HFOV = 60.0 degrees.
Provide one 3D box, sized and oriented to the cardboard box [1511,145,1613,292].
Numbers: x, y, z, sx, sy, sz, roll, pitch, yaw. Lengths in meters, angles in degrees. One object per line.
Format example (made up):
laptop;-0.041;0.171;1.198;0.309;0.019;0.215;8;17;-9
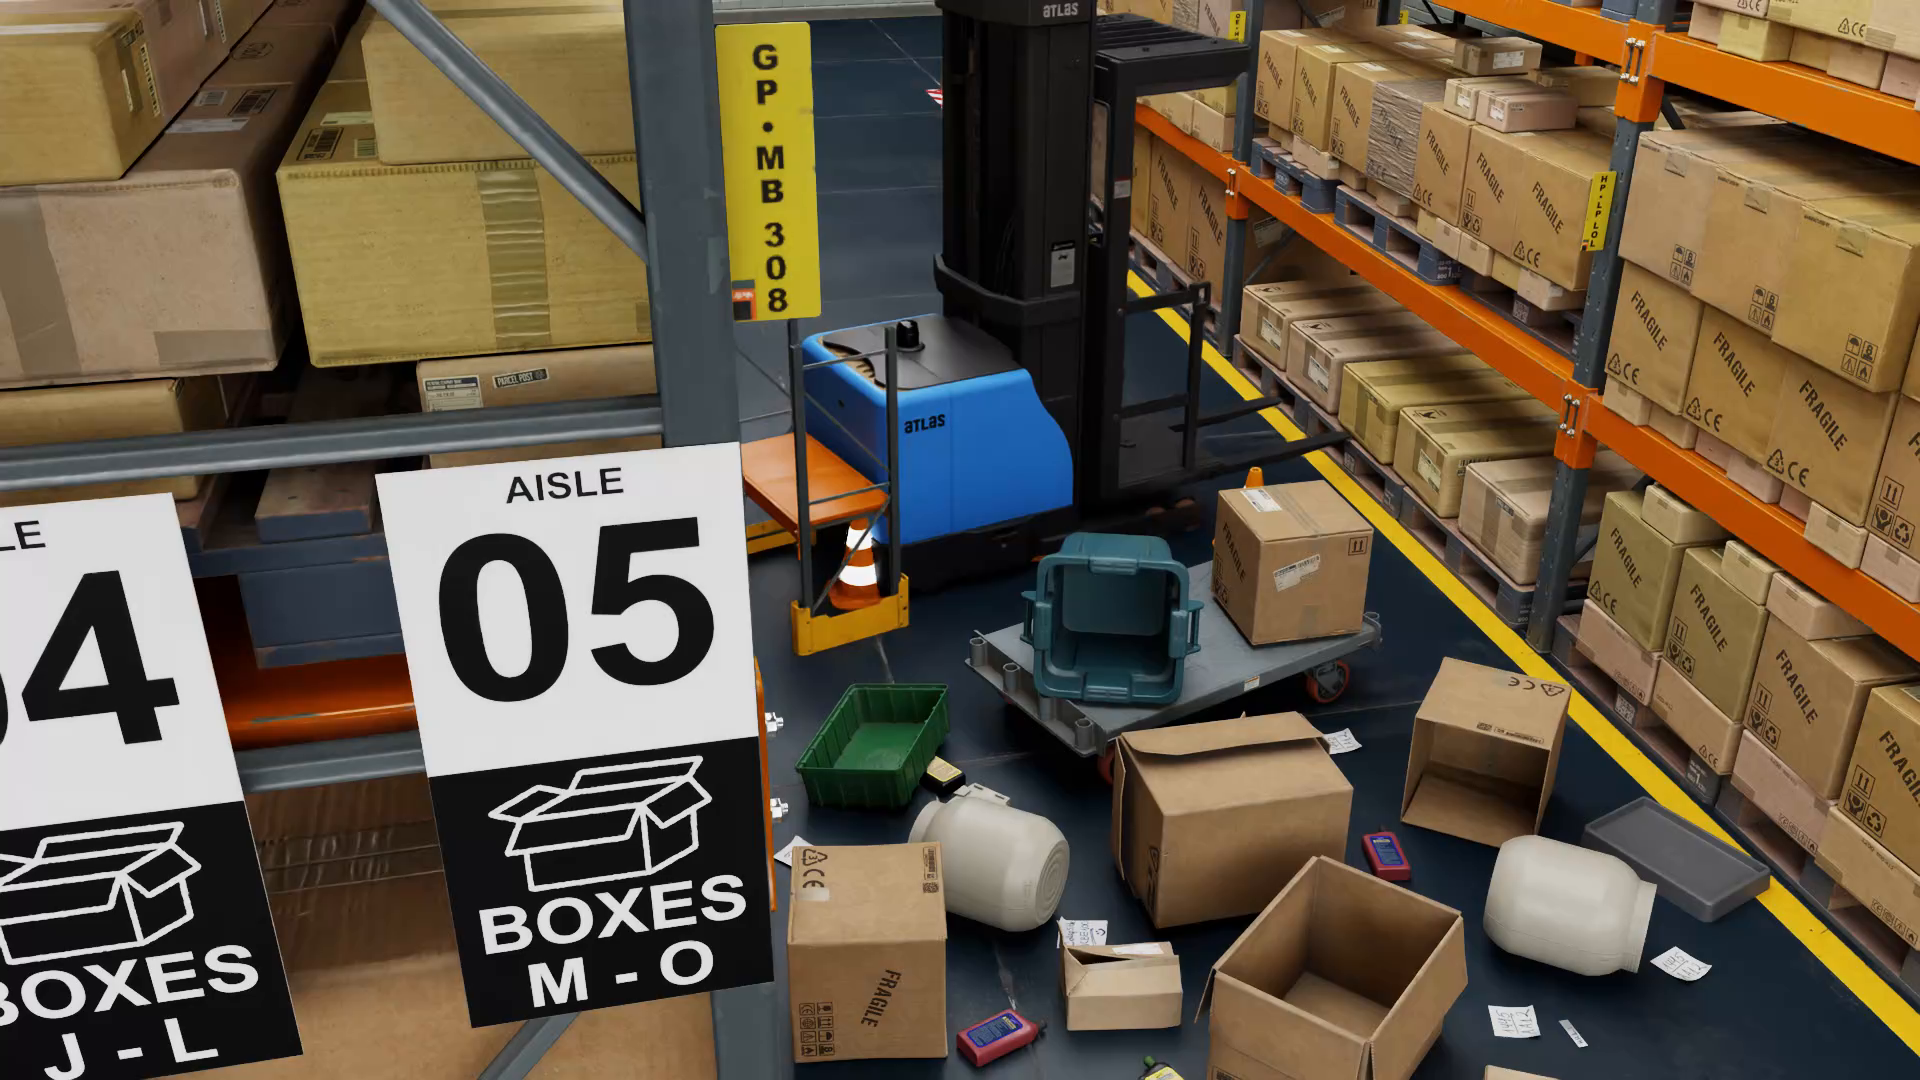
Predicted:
cardboard box;2.821;-1.426;7.340;0.500;0.500;0.500;-6;27;-13

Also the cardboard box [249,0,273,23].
cardboard box;-1.384;-0.953;2.797;0.380;0.149;0.250;-6;27;-11

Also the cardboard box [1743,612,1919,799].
cardboard box;3.266;0.571;6.043;0.500;0.500;0.500;-5;27;-9

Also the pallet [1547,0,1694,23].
pallet;3.113;-2.419;7.093;1.213;0.211;1.003;-6;27;-12

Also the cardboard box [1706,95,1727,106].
cardboard box;6.756;-3.798;14.534;0.380;0.149;0.250;-7;28;-14

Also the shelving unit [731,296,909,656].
shelving unit;-0.764;-0.405;7.887;0.587;1.500;1.083;-15;30;-27

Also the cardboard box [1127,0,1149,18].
cardboard box;1.540;-3.995;12.116;0.500;0.500;0.500;-6;27;-12

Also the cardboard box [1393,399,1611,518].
cardboard box;2.862;-0.442;8.746;0.950;0.372;0.625;-4;27;-8

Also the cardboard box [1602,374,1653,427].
cardboard box;2.907;-0.599;6.887;0.380;0.149;0.250;-6;27;-12

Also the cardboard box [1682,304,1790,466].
cardboard box;3.112;-0.620;6.208;0.500;0.500;0.500;-6;27;-12

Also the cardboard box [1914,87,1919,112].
cardboard box;3.185;-1.372;5.090;0.380;0.149;0.250;-6;28;-13

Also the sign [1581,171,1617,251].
sign;2.609;-1.341;6.793;0.100;0.325;0.005;-6;27;-12

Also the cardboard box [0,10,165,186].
cardboard box;-1.157;-0.508;1.914;0.380;0.149;0.250;-6;27;-11

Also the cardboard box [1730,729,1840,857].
cardboard box;3.272;0.910;6.203;0.500;0.250;0.500;-6;27;-12

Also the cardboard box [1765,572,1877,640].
cardboard box;3.169;0.224;6.010;0.380;0.149;0.250;-4;27;-9

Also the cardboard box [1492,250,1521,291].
cardboard box;2.721;-1.273;7.756;0.380;0.149;0.250;-7;28;-13

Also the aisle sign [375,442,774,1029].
aisle sign;-0.442;0.261;2.019;0.394;0.787;0.004;-6;27;-12

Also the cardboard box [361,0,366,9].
cardboard box;-1.470;-1.064;3.460;0.500;0.250;0.500;-6;27;-11

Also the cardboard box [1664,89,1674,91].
cardboard box;6.140;-3.963;14.860;0.380;0.149;0.250;-7;28;-13

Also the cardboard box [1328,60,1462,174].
cardboard box;2.373;-2.321;9.113;0.500;0.500;0.500;-5;27;-11

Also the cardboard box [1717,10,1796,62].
cardboard box;2.982;-1.826;5.989;0.380;0.149;0.250;-6;27;-12

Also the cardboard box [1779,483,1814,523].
cardboard box;3.216;-0.154;6.005;0.380;0.149;0.250;-6;27;-12

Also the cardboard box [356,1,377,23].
cardboard box;-0.839;-0.898;3.131;0.500;0.250;0.500;-6;27;-12

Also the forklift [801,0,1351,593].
forklift;0.726;-1.509;8.488;3.031;2.935;1.130;-14;30;-25

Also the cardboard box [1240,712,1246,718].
cardboard box;1.241;0.914;6.644;0.396;0.266;0.258;19;32;32

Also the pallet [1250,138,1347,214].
pallet;2.511;-2.250;10.093;1.213;0.211;1.003;-6;27;-12

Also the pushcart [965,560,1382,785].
pushcart;0.938;0.542;7.257;1.648;0.377;0.936;-16;31;-29

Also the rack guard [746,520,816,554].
rack guard;-1.018;-0.039;8.551;0.587;0.250;0.087;-15;30;-27

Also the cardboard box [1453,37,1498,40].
cardboard box;5.480;-5.070;17.774;0.700;0.500;0.500;-5;27;-9

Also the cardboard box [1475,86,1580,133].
cardboard box;2.656;-2.018;7.791;0.380;0.149;0.250;-7;28;-13

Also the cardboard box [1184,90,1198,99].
cardboard box;1.771;-3.206;11.384;0.500;0.250;0.500;-7;28;-13

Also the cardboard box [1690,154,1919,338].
cardboard box;3.130;-1.064;5.979;0.700;0.500;0.500;-6;27;-11

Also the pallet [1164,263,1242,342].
pallet;2.143;-1.747;11.977;1.003;0.211;1.213;-6;27;-12

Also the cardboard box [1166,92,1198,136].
cardboard box;1.750;-2.989;11.510;0.500;0.250;0.500;-5;27;-11

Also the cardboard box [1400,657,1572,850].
cardboard box;2.064;0.841;6.526;0.500;0.500;0.500;13;30;24

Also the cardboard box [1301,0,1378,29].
cardboard box;2.374;-3.370;10.878;0.500;0.500;0.500;-7;28;-13

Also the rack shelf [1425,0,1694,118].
rack shelf;2.698;-2.778;8.394;1.077;0.370;4.000;-6;27;-12

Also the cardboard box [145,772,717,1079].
cardboard box;-0.796;0.705;2.659;0.875;0.550;0.550;-6;27;-12

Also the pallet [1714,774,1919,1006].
pallet;3.613;1.191;6.157;1.003;0.211;1.213;-6;27;-12

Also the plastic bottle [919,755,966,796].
plastic bottle;-0.119;0.945;6.810;0.133;0.061;0.283;-23;35;-38

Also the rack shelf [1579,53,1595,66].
rack shelf;6.631;-3.701;13.551;1.077;0.370;4.000;-6;27;-12

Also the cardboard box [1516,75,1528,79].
cardboard box;2.984;-2.145;8.763;0.500;0.500;0.500;-7;28;-14

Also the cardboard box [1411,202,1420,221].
cardboard box;2.588;-1.731;8.663;0.380;0.149;0.250;-7;28;-13

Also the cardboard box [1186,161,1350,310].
cardboard box;2.172;-2.189;11.649;0.875;0.875;0.875;-6;27;-12

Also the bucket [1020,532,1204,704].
bucket;0.625;0.273;6.826;0.726;0.611;0.620;3;17;6

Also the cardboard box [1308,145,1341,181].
cardboard box;2.229;-2.177;9.546;0.380;0.149;0.250;-6;27;-11

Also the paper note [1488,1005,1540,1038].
paper note;1.852;1.604;5.552;0.148;0.019;0.142;3;27;6

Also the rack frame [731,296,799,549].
rack frame;-1.019;-0.598;8.270;0.500;1.500;0.032;-15;30;-27

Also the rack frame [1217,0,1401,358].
rack frame;2.247;-2.638;10.648;1.000;3.000;0.127;-6;27;-12

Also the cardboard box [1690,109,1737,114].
cardboard box;6.358;-3.510;13.963;0.380;0.149;0.250;-5;27;-10
